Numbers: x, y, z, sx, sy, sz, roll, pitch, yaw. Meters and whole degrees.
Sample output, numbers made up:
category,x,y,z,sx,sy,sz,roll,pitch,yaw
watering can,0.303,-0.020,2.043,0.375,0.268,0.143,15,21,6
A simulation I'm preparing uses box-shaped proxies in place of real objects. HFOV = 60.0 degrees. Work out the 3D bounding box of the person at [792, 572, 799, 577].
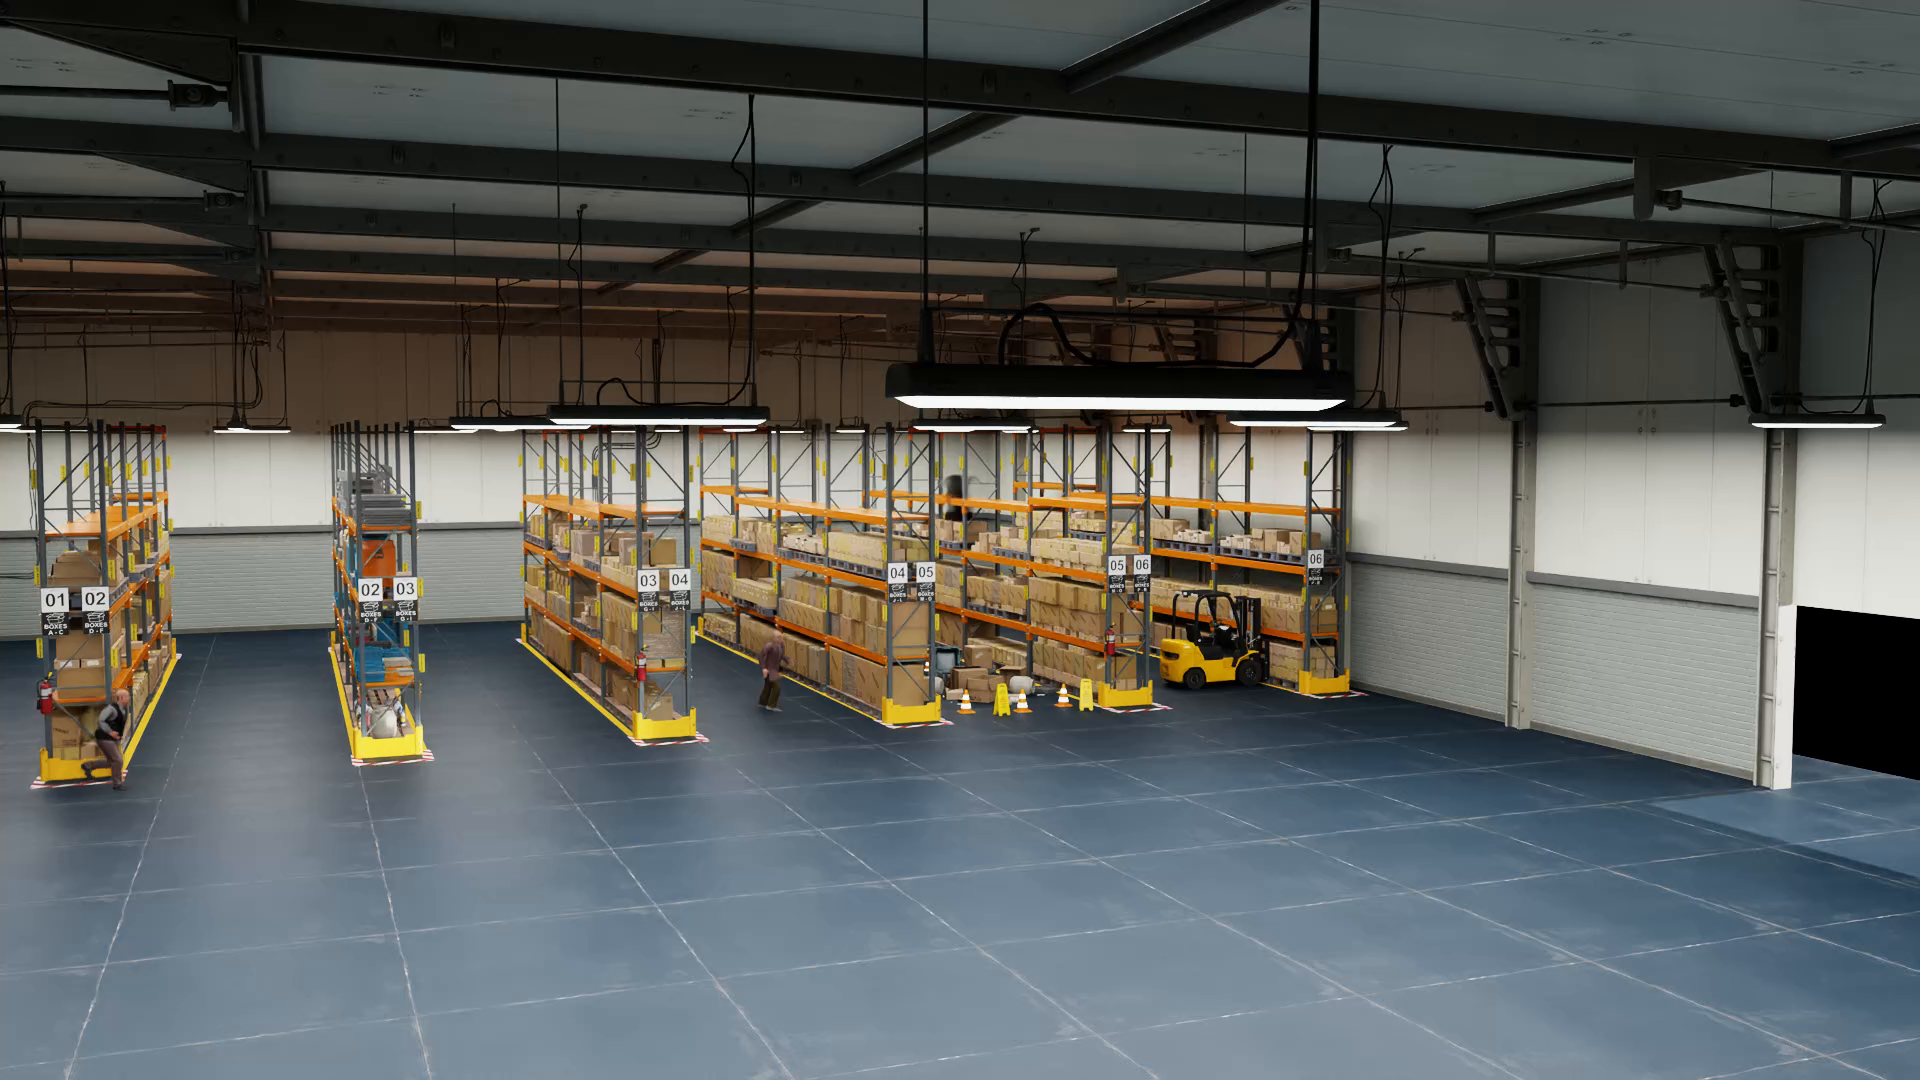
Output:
category,x,y,z,sx,sy,sz,roll,pitch,yaw
person,-4.621,1.828,48.625,0.942,1.738,0.698,1,4,11

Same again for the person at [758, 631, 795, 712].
category,x,y,z,sx,sy,sz,roll,pitch,yaw
person,-3.868,2.737,34.610,0.898,1.746,0.724,1,4,16

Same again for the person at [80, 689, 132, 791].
category,x,y,z,sx,sy,sz,roll,pitch,yaw
person,-13.797,3.242,26.819,0.878,1.673,0.654,0,4,6
